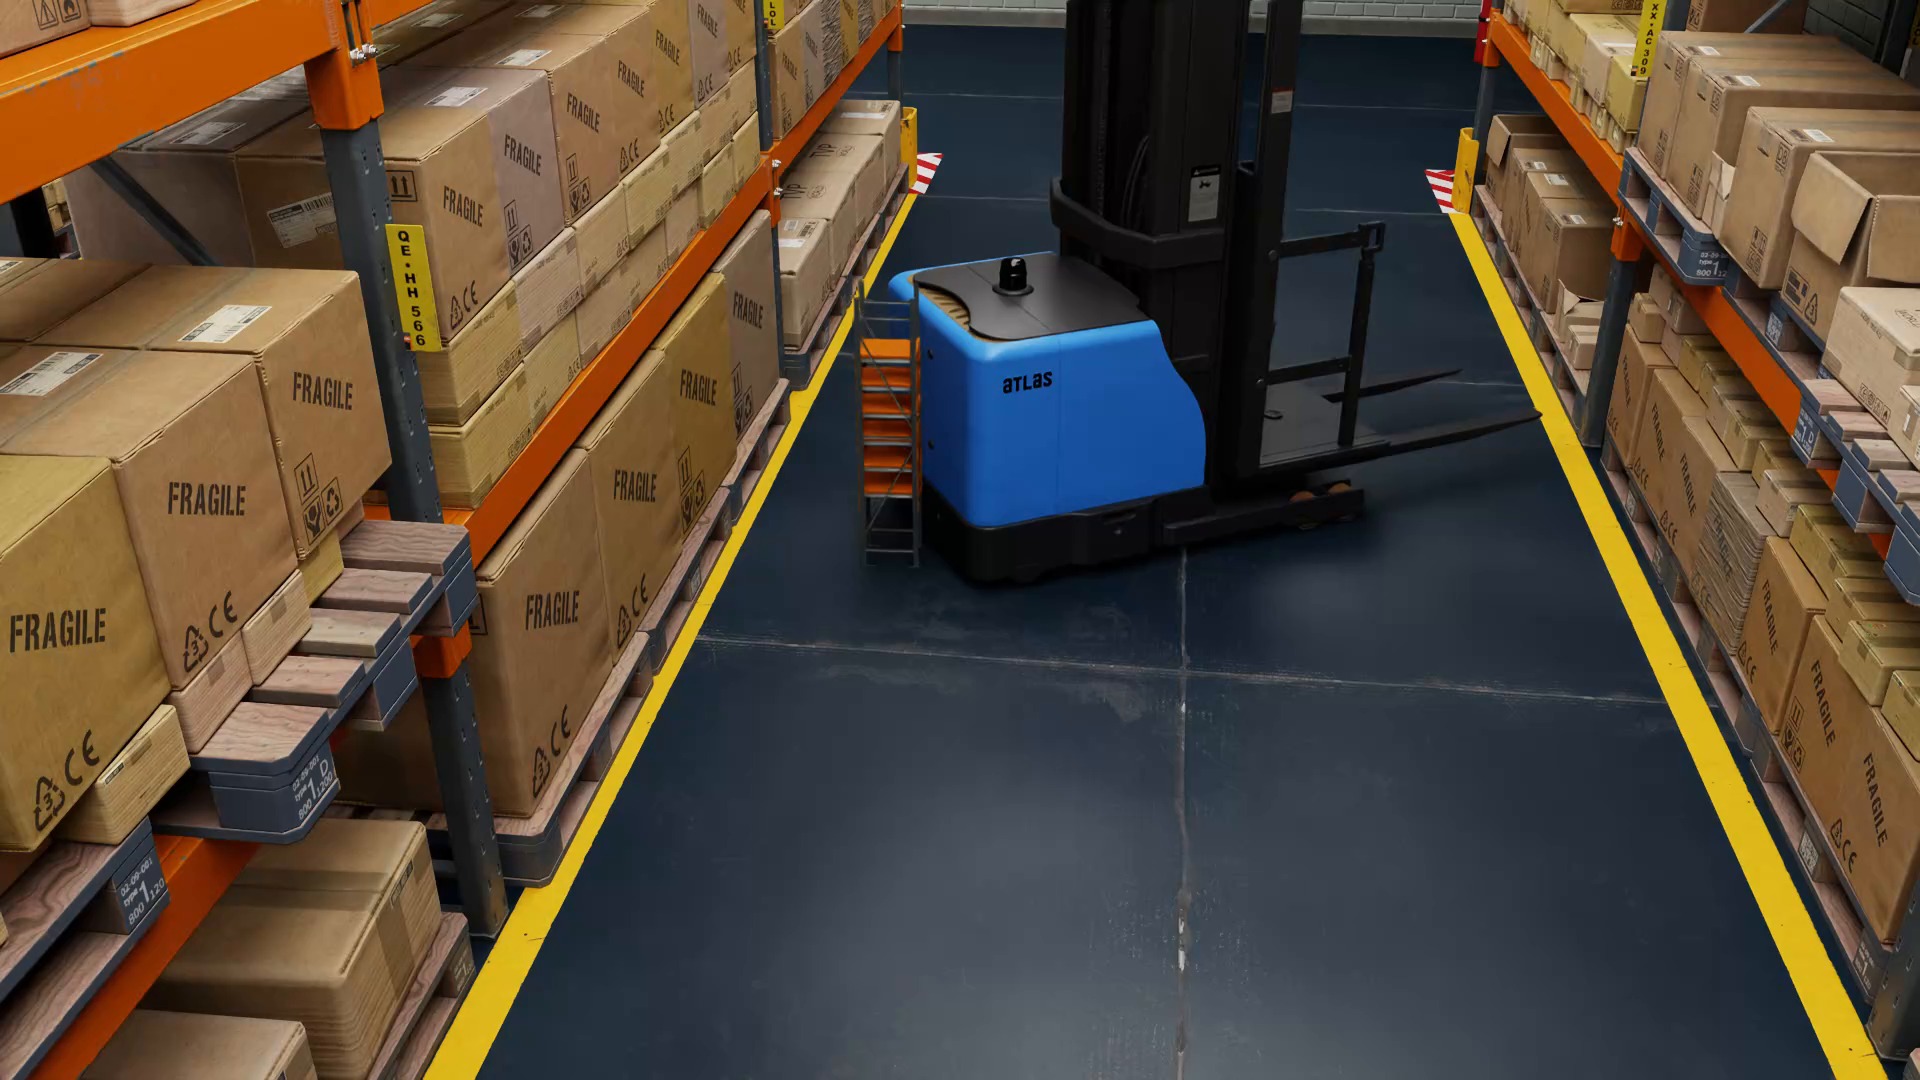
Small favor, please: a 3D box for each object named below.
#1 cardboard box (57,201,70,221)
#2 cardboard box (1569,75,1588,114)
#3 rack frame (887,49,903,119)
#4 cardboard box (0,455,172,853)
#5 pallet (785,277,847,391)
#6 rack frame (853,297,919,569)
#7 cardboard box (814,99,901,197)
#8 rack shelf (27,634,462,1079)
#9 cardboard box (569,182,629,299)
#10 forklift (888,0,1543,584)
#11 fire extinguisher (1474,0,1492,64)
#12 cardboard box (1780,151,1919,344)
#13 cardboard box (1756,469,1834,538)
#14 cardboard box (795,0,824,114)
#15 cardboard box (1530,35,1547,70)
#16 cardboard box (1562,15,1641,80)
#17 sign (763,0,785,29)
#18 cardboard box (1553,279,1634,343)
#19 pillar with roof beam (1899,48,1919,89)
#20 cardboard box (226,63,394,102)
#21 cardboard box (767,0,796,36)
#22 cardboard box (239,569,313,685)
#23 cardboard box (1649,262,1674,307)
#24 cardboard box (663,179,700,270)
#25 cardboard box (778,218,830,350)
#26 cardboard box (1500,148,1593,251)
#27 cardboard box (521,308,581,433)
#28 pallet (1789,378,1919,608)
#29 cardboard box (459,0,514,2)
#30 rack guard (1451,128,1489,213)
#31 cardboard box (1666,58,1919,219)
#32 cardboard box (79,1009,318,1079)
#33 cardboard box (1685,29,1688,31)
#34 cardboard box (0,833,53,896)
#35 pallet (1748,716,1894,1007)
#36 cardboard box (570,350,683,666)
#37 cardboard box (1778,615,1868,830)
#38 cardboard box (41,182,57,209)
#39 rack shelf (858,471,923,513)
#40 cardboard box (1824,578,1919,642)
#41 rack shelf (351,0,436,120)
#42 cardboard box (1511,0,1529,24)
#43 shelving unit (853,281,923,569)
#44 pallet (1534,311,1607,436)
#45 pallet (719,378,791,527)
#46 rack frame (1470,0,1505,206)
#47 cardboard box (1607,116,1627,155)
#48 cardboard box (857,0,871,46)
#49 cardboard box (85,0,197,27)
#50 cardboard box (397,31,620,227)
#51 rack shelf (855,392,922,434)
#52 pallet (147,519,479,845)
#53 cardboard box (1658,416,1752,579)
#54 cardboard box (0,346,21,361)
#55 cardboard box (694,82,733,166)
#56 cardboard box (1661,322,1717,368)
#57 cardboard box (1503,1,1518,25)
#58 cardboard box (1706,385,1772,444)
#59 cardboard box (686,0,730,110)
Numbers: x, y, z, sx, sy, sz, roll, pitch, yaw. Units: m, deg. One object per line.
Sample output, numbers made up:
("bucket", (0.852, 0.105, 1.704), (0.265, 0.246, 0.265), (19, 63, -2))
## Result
("cardboard box", (-5.885, -2.117, 10.580), (0.380, 0.149, 0.250), (4, 29, 8))
("cardboard box", (3.398, -2.312, 8.643), (0.380, 0.149, 0.250), (3, 28, 5))
("rack frame", (-0.908, -3.936, 11.393), (1.000, 3.000, 0.127), (3, 28, 6))
("cardboard box", (-1.781, 0.182, 2.888), (0.500, 0.500, 0.500), (1, 28, 3))
("pallet", (-1.227, -1.179, 9.216), (1.003, 0.211, 1.213), (3, 28, 6))
("rack frame", (-0.295, -0.412, 6.749), (0.240, 1.200, 0.006), (2, 28, 3))
("cardboard box", (-0.889, -2.676, 11.314), (0.875, 0.438, 0.875), (2, 28, 4))
("rack shelf", (-2.133, 1.088, 2.826), (1.077, 0.370, 4.000), (3, 28, 6))
("cardboard box", (-1.443, -1.025, 5.622), (0.500, 0.250, 0.500), (3, 28, 6))
("forklift", (1.245, -1.554, 7.044), (3.031, 2.935, 1.130), (-11, 30, -20))
("fire extinguisher", (3.578, -3.547, 11.146), (0.296, 0.674, 0.183), (3, 28, 6))
("cardboard box", (3.055, -0.893, 5.193), (0.797, 0.503, 0.637), (3, 28, 5))
("cardboard box", (3.038, -0.123, 5.825), (0.380, 0.149, 0.250), (2, 28, 4))
("cardboard box", (-1.015, -2.539, 8.695), (0.500, 0.500, 0.500), (4, 29, 7))
("cardboard box", (3.499, -2.796, 9.543), (0.380, 0.149, 0.250), (3, 28, 5))
("cardboard box", (3.470, -2.556, 8.676), (0.500, 0.250, 0.500), (3, 28, 6))
("sign", (-0.858, -2.501, 7.592), (0.100, 0.325, 0.005), (3, 28, 6))
("cardboard box", (3.349, -1.195, 8.745), (0.396, 0.266, 0.258), (4, 29, 8))
("pillar with roof beam", (0.236, -4.933, 6.919), (9.100, 9.000, 0.400), (3, 28, 6))
("cardboard box", (-2.030, -1.155, 5.072), (0.500, 0.500, 0.500), (4, 29, 7))
("cardboard box", (-1.099, -2.747, 8.027), (0.500, 0.500, 0.500), (4, 29, 7))
("cardboard box", (-1.642, 0.175, 3.584), (0.380, 0.149, 0.250), (3, 28, 6))
("cardboard box", (3.281, -1.110, 7.344), (0.380, 0.149, 0.250), (3, 28, 5))
("cardboard box", (-1.347, -1.285, 6.631), (0.500, 0.250, 0.500), (3, 28, 5))
("cardboard box", (-1.215, -1.399, 8.943), (0.875, 0.438, 0.875), (3, 28, 5))
("cardboard box", (3.707, -2.051, 10.087), (0.700, 0.500, 0.500), (4, 29, 8))
("cardboard box", (-1.533, -0.563, 5.290), (0.500, 0.250, 0.500), (3, 28, 5))
("pallet", (3.052, -0.122, 4.516), (1.213, 0.211, 1.003), (3, 28, 6))
("cardboard box", (-1.836, -1.870, 6.398), (0.500, 0.500, 0.500), (3, 28, 5))
("rack guard", (4.010, -2.513, 11.387), (1.175, 0.500, 0.348), (3, 28, 6))
("cardboard box", (3.184, -1.537, 6.392), (0.700, 0.500, 0.500), (4, 29, 7))
("cardboard box", (-2.050, 1.415, 3.789), (0.950, 0.372, 0.625), (3, 28, 5))
("cardboard box", (3.977, -2.528, 8.624), (0.500, 0.250, 0.500), (4, 29, 7))
("cardboard box", (-1.857, 0.534, 2.917), (0.380, 0.149, 0.250), (4, 29, 7))
("pallet", (3.168, 0.995, 5.181), (1.003, 0.211, 1.213), (3, 28, 6))
("cardboard box", (-1.608, -0.160, 6.181), (0.875, 0.875, 0.875), (4, 29, 7))
("cardboard box", (2.949, 0.586, 5.193), (0.500, 0.500, 0.500), (3, 28, 5))
("cardboard box", (-5.838, -2.117, 10.267), (0.380, 0.149, 0.250), (3, 28, 6))
("rack shelf", (-0.289, -0.205, 6.965), (0.258, 0.103, 0.180), (2, 28, 3))
("cardboard box", (2.927, 0.248, 5.136), (0.380, 0.149, 0.250), (2, 28, 5))
("rack shelf", (-1.643, -2.115, 5.610), (1.077, 0.370, 4.000), (3, 28, 6))
("cardboard box", (3.634, -3.279, 10.018), (0.500, 0.250, 0.500), (4, 29, 7))
("shelving unit", (-0.289, -0.455, 6.830), (0.258, 1.200, 0.189), (2, 28, 3))
("pallet", (3.614, -0.862, 8.627), (1.003, 0.211, 1.213), (3, 28, 6))
("pallet", (-1.418, -0.458, 7.877), (1.003, 0.211, 1.213), (3, 28, 6))
("rack frame", (4.019, -3.649, 10.861), (1.000, 3.000, 0.127), (3, 28, 6))
("cardboard box", (3.328, -1.944, 7.961), (0.380, 0.149, 0.250), (4, 29, 8))
("cardboard box", (-0.834, -3.259, 10.032), (0.500, 0.500, 0.500), (4, 29, 8))
("cardboard box", (-1.741, -1.102, 3.235), (0.380, 0.149, 0.250), (3, 28, 6))
("cardboard box", (-1.455, -1.349, 5.432), (0.500, 0.500, 0.500), (4, 29, 8))
("rack shelf", (-0.289, -0.522, 6.794), (0.258, 0.103, 0.180), (2, 28, 3))
("pallet", (-1.870, 0.256, 3.815), (1.213, 0.211, 1.003), (3, 28, 6))
("cardboard box", (3.125, -0.150, 6.559), (0.500, 0.500, 0.500), (3, 28, 5))
("cardboard box", (-2.230, -0.086, 3.385), (0.500, 0.500, 0.500), (5, 29, 9))
("cardboard box", (-1.265, -1.750, 6.966), (0.500, 0.250, 0.500), (4, 29, 7))
("cardboard box", (3.264, -0.848, 7.170), (0.380, 0.149, 0.250), (3, 28, 5))
("cardboard box", (3.706, -3.400, 10.663), (0.380, 0.149, 0.250), (3, 28, 6))
("cardboard box", (3.156, -0.481, 6.490), (0.380, 0.149, 0.250), (3, 28, 6))
("cardboard box", (-1.260, -2.068, 6.767), (0.500, 0.500, 0.500), (4, 29, 7))
